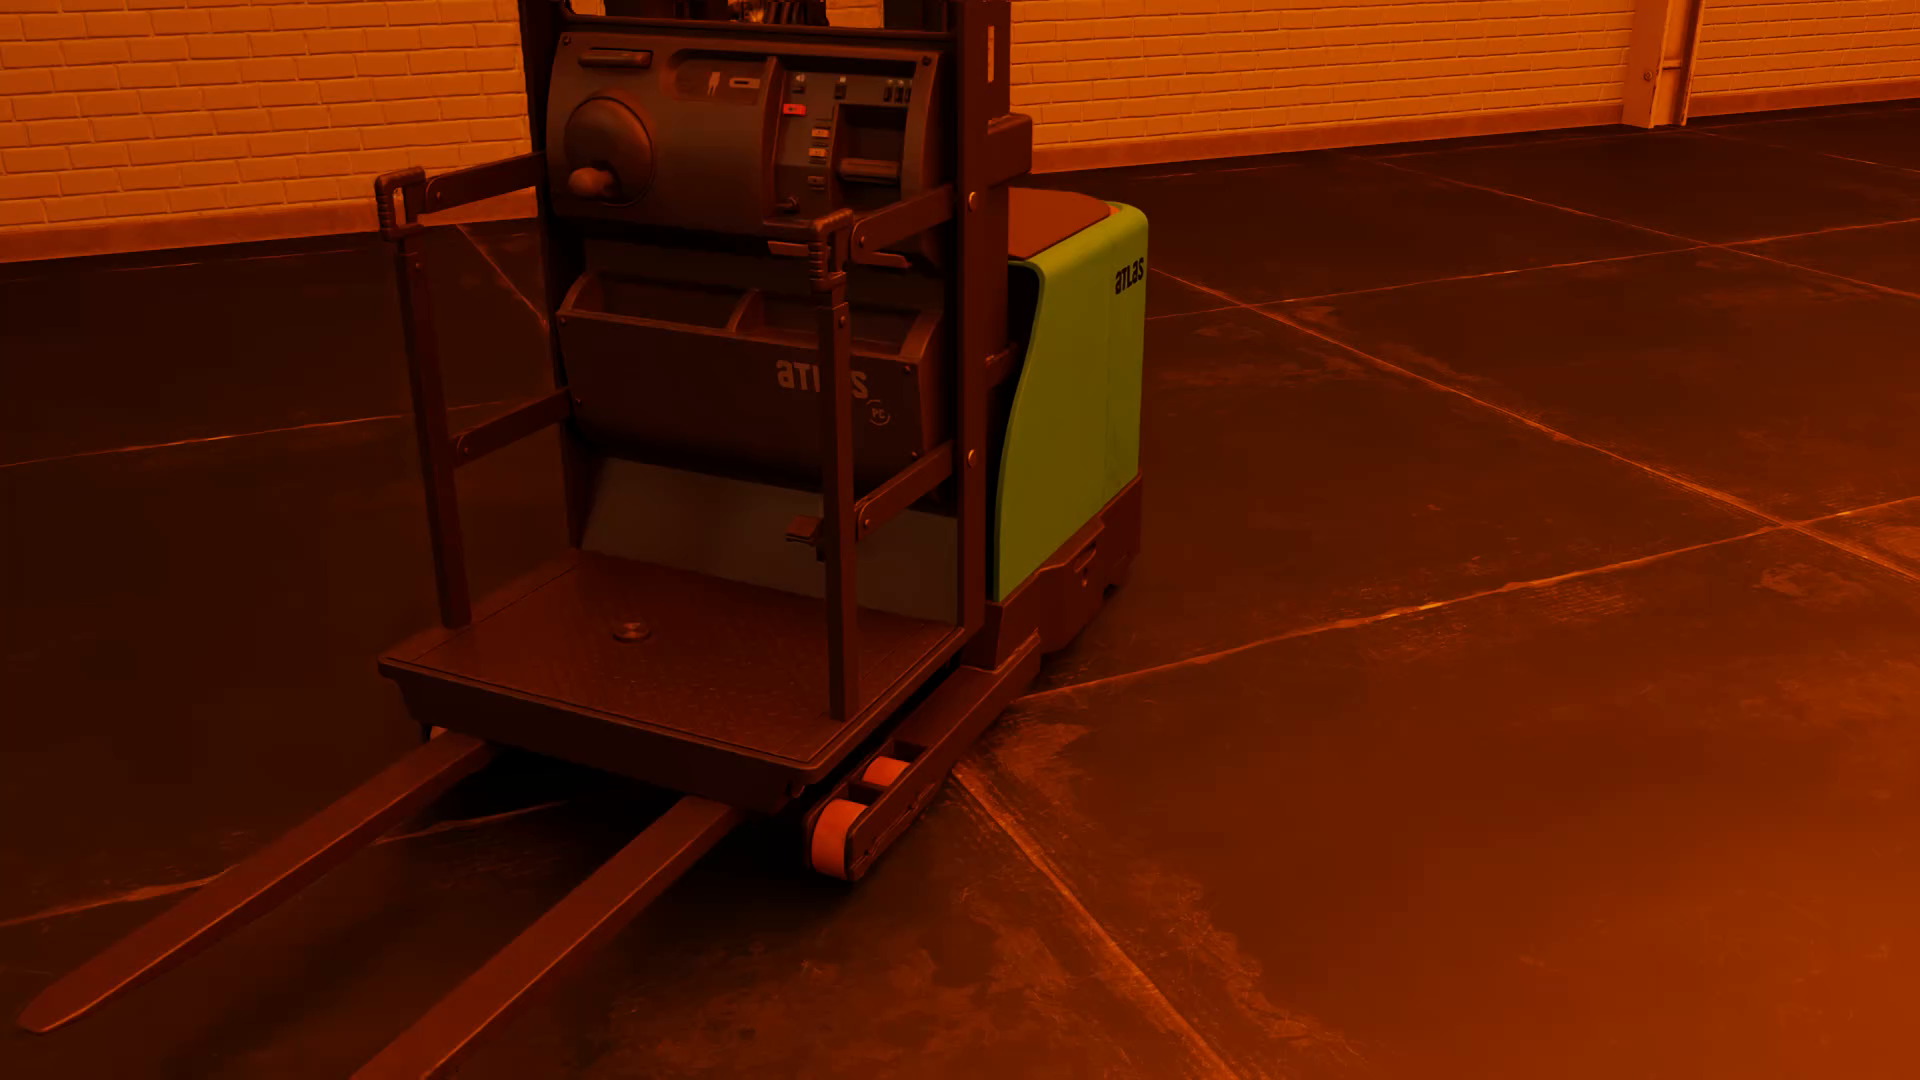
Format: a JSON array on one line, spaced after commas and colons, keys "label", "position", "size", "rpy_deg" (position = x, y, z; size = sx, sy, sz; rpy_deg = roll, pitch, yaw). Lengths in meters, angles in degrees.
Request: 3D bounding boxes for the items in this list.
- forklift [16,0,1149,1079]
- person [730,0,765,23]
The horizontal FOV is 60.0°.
[{"label": "forklift", "position": [-0.564, -0.843, 3.316], "size": [1.130, 2.935, 3.031], "rpy_deg": [10, 25, 23]}, {"label": "person", "position": [-0.487, -0.946, 5.319], "size": [0.639, 1.606, 0.883], "rpy_deg": [8, 24, 19]}]
